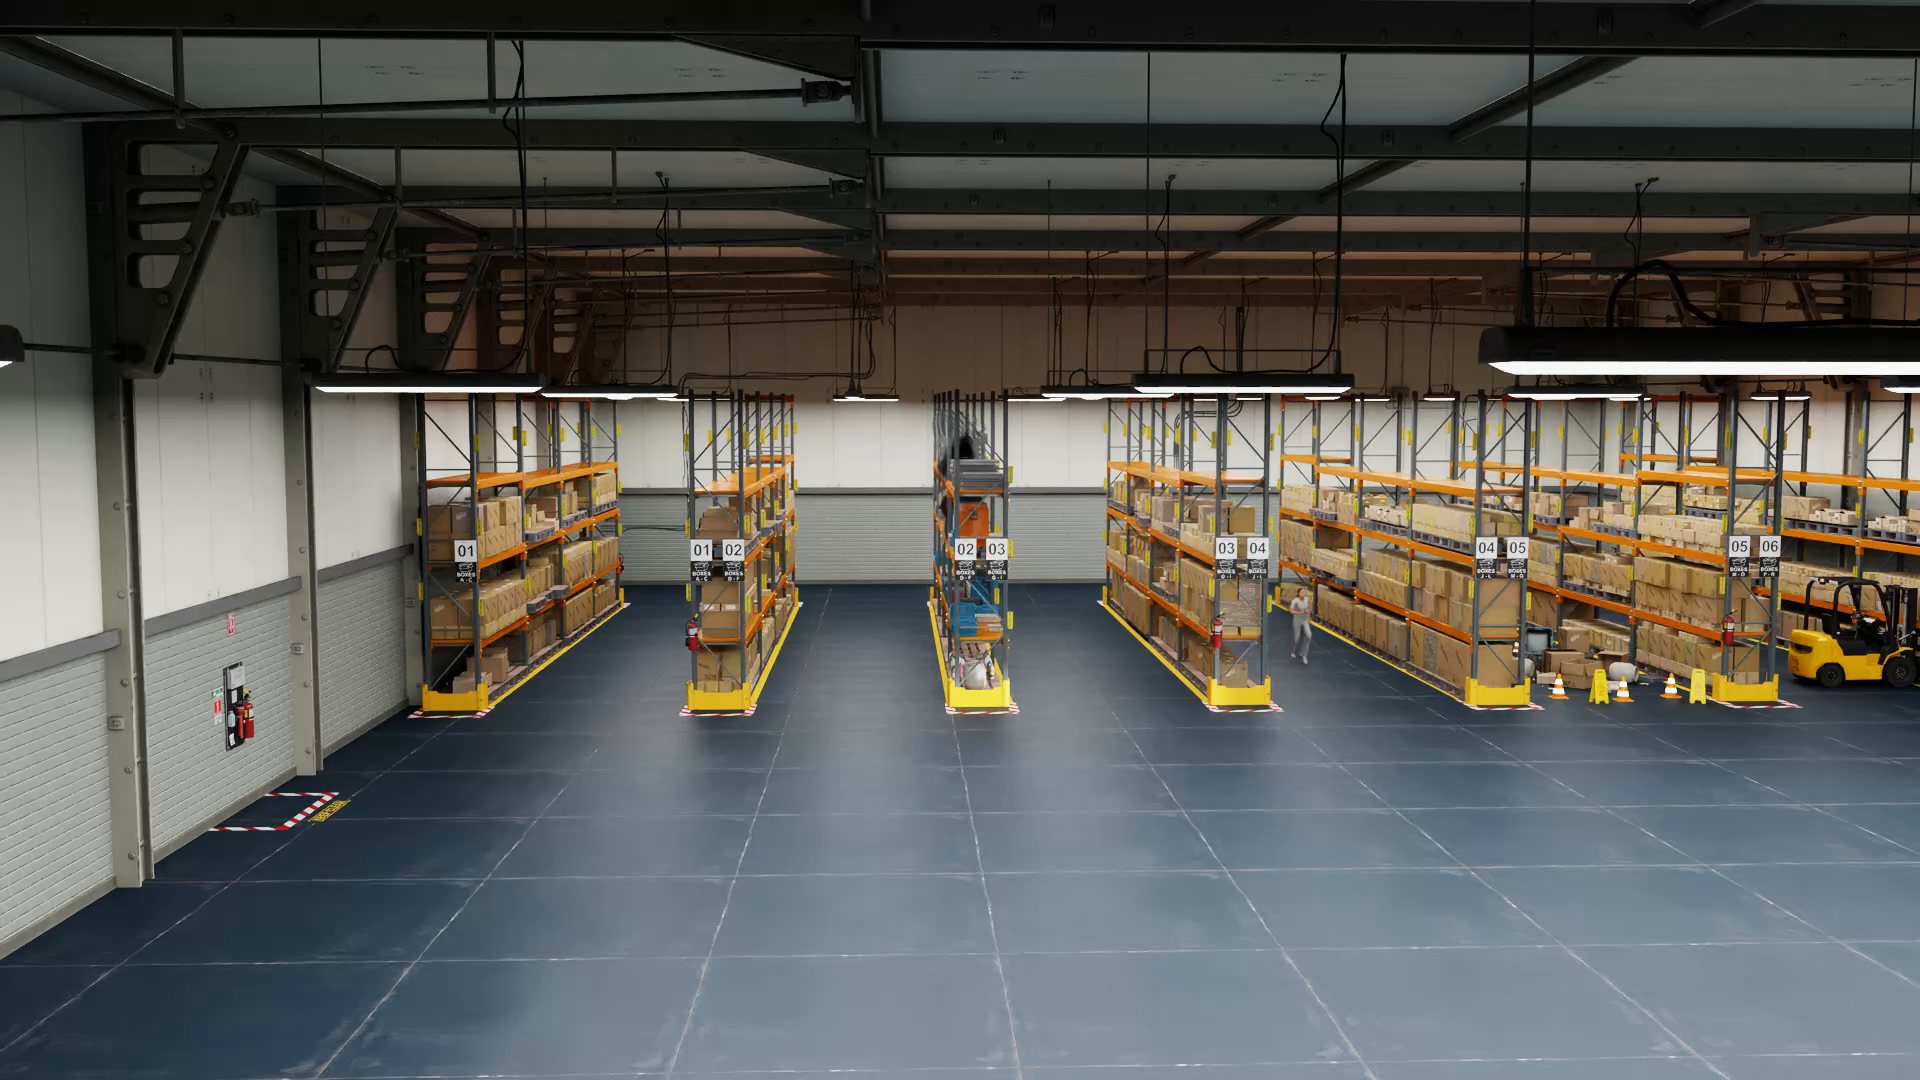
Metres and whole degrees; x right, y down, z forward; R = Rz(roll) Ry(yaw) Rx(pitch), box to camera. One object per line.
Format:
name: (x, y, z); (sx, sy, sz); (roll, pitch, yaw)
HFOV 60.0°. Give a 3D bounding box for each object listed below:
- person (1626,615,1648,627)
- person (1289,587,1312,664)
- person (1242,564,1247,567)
person: (17.331, 1.464, 42.510); (0.631, 1.670, 0.803); (-2, 5, -18)
person: (7.563, 1.875, 37.062); (0.587, 1.700, 0.836); (-1, 5, -17)
person: (8.046, 1.043, 47.107); (0.722, 1.711, 0.559); (1, 5, 8)
